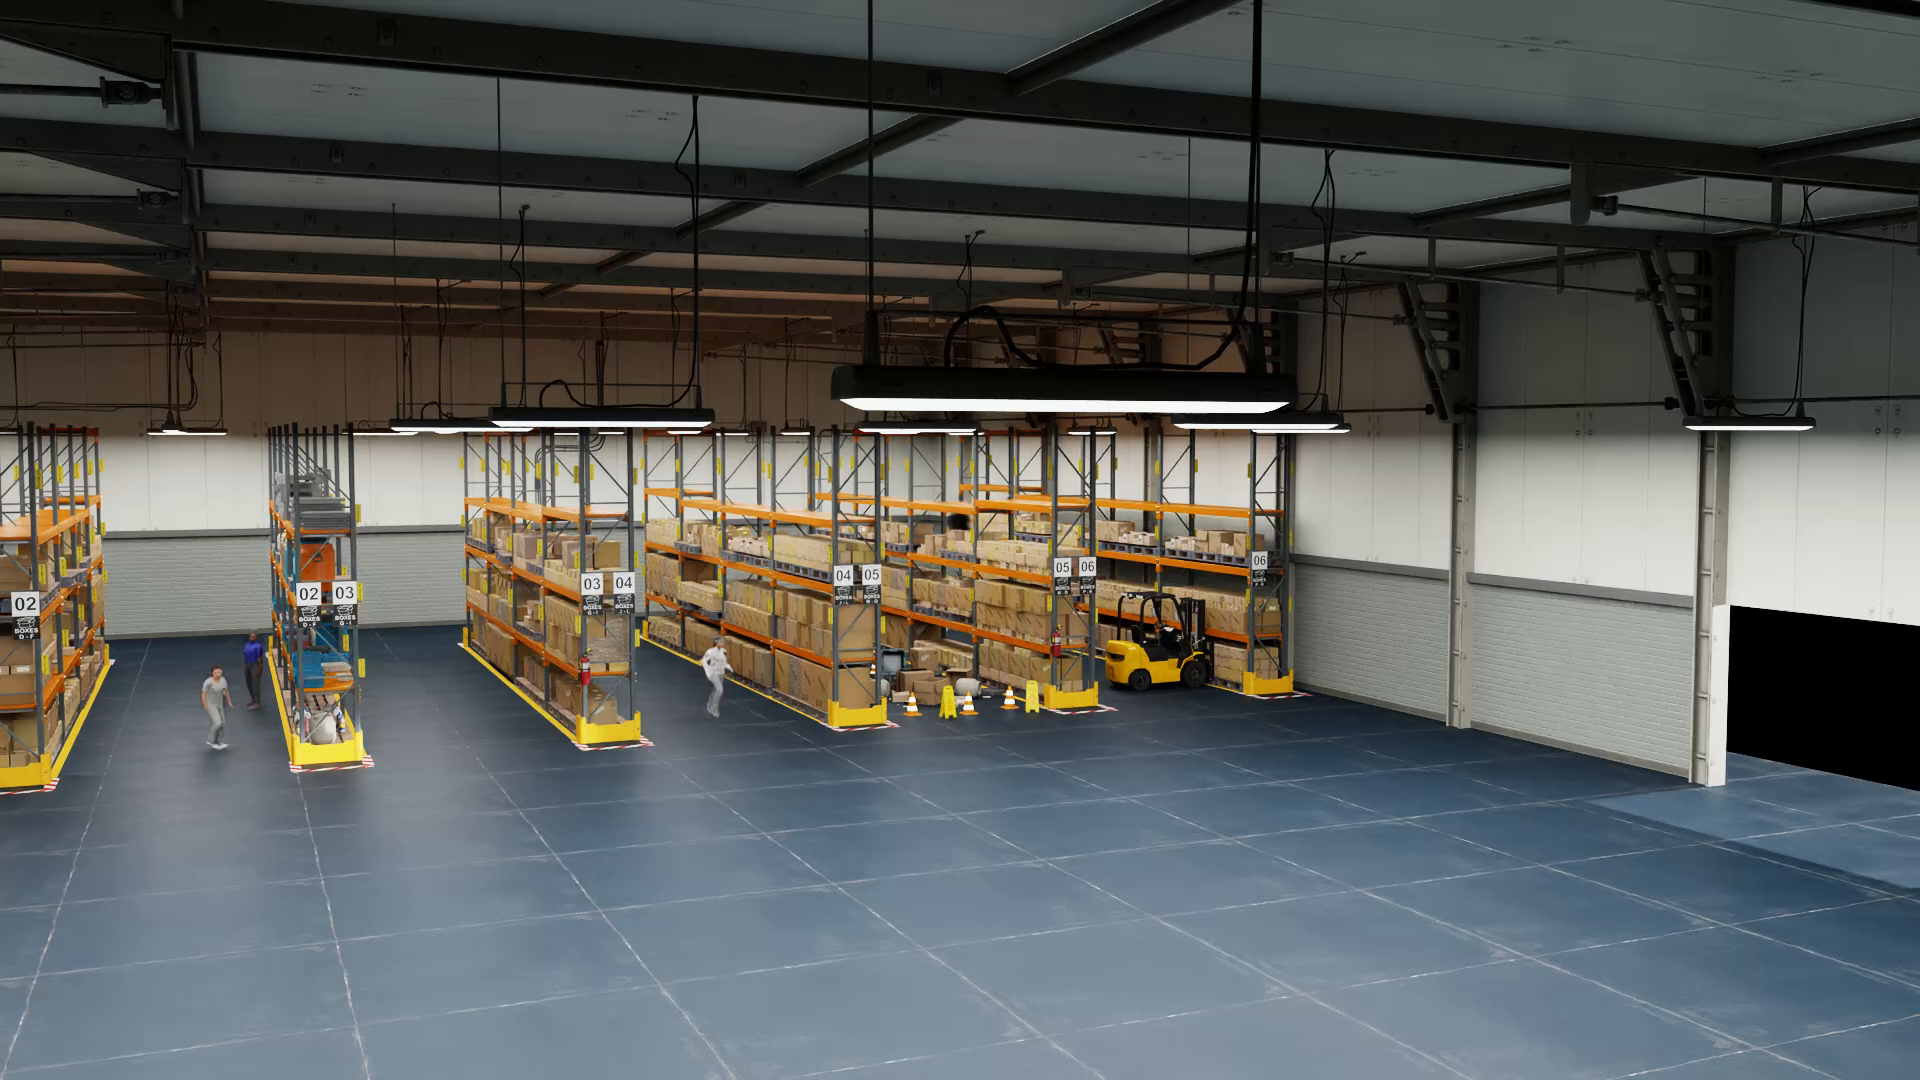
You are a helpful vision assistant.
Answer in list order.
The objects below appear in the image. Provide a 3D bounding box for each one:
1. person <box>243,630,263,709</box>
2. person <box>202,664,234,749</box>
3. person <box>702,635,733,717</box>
[{"bbox_3d":[-15.032,2.787,35.363,0.549,1.575,0.481,1,4,20],"label":"person"},{"bbox_3d":[-13.712,3.057,30.584,0.549,1.610,0.561,1,4,21],"label":"person"},{"bbox_3d":[-5.017,2.811,34.305,0.774,1.715,0.533,3,4,38],"label":"person"}]
